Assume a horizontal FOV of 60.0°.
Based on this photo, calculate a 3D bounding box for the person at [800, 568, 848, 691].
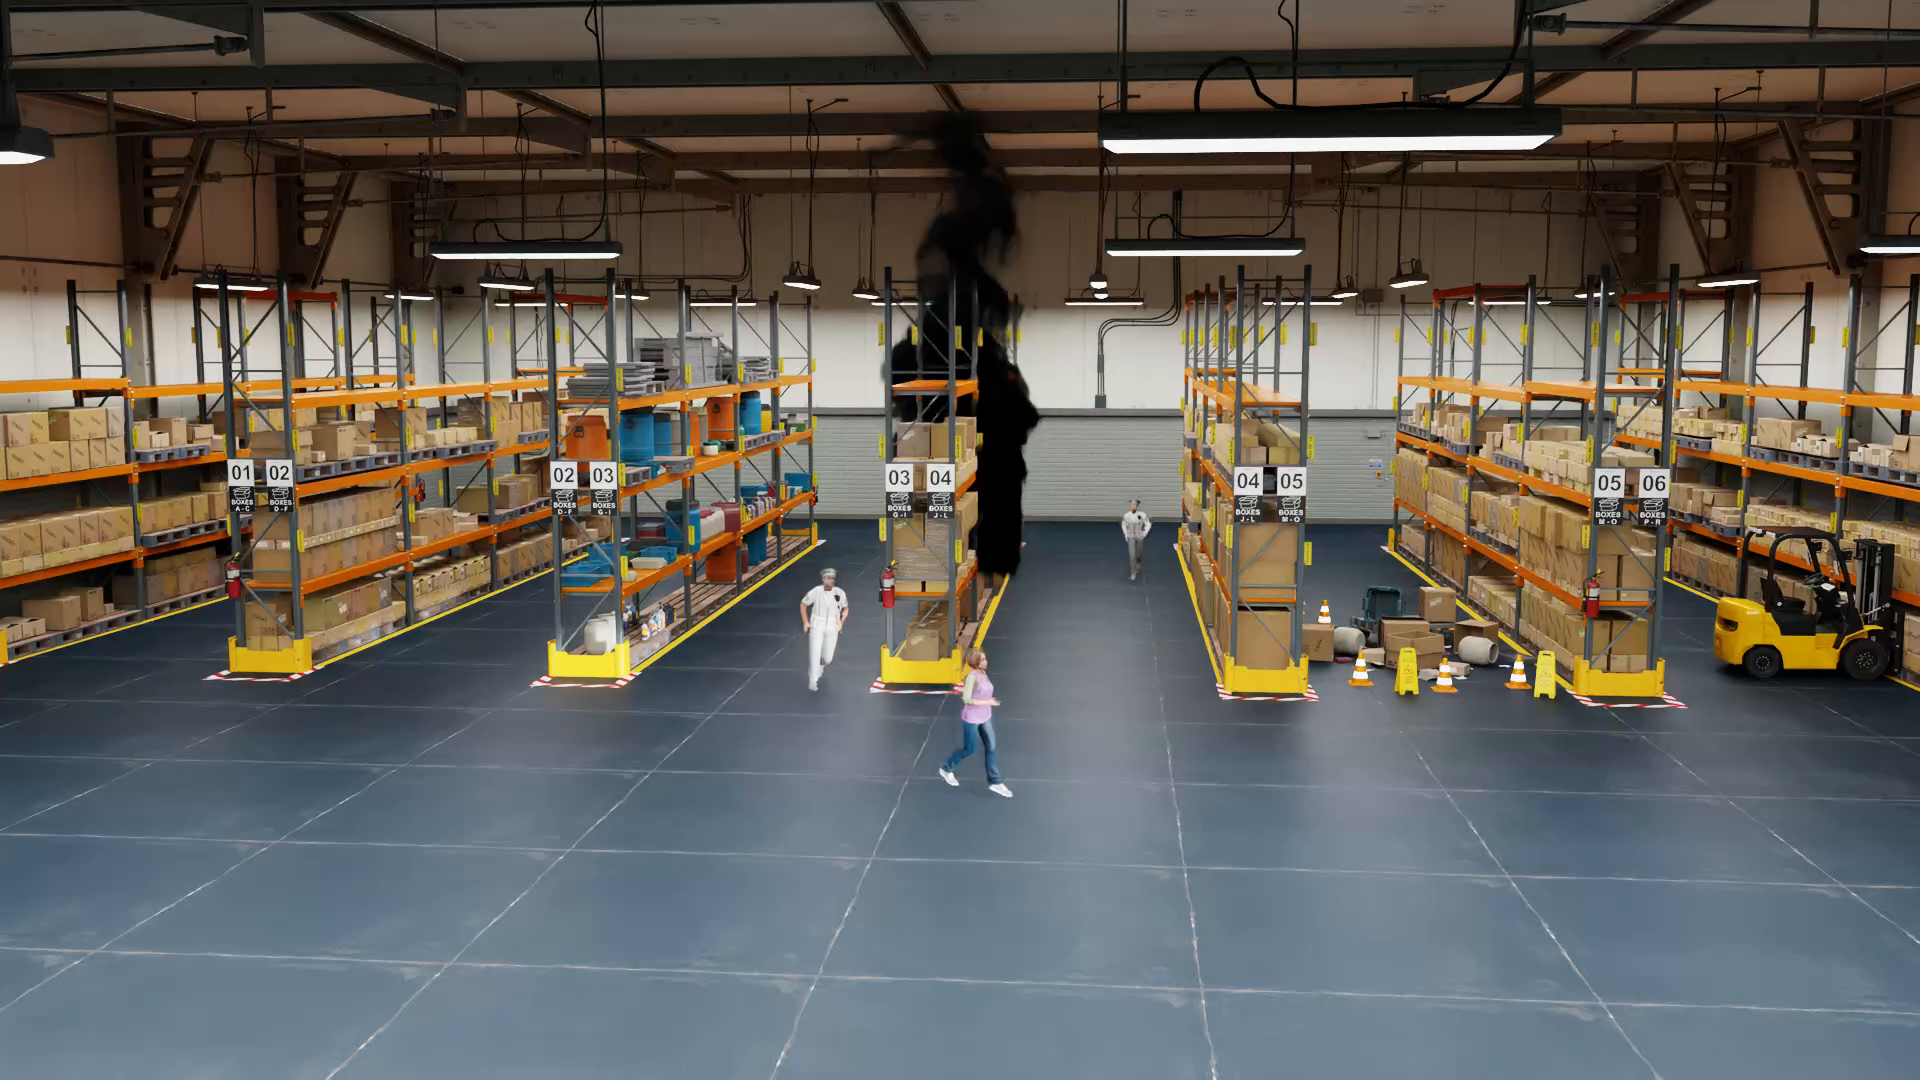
[{"bbox_3d":[-1.951,1.263,23.971,0.702,1.749,0.682,-1,7,-11],"label":"person"}]

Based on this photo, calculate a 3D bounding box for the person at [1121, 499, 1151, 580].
[{"bbox_3d":[3.684,-0.035,34.796,0.618,1.689,0.638,2,7,13],"label":"person"}]

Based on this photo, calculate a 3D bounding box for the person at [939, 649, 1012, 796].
[{"bbox_3d":[0.157,2.032,18.215,0.873,1.507,0.539,4,8,31],"label":"person"}]
